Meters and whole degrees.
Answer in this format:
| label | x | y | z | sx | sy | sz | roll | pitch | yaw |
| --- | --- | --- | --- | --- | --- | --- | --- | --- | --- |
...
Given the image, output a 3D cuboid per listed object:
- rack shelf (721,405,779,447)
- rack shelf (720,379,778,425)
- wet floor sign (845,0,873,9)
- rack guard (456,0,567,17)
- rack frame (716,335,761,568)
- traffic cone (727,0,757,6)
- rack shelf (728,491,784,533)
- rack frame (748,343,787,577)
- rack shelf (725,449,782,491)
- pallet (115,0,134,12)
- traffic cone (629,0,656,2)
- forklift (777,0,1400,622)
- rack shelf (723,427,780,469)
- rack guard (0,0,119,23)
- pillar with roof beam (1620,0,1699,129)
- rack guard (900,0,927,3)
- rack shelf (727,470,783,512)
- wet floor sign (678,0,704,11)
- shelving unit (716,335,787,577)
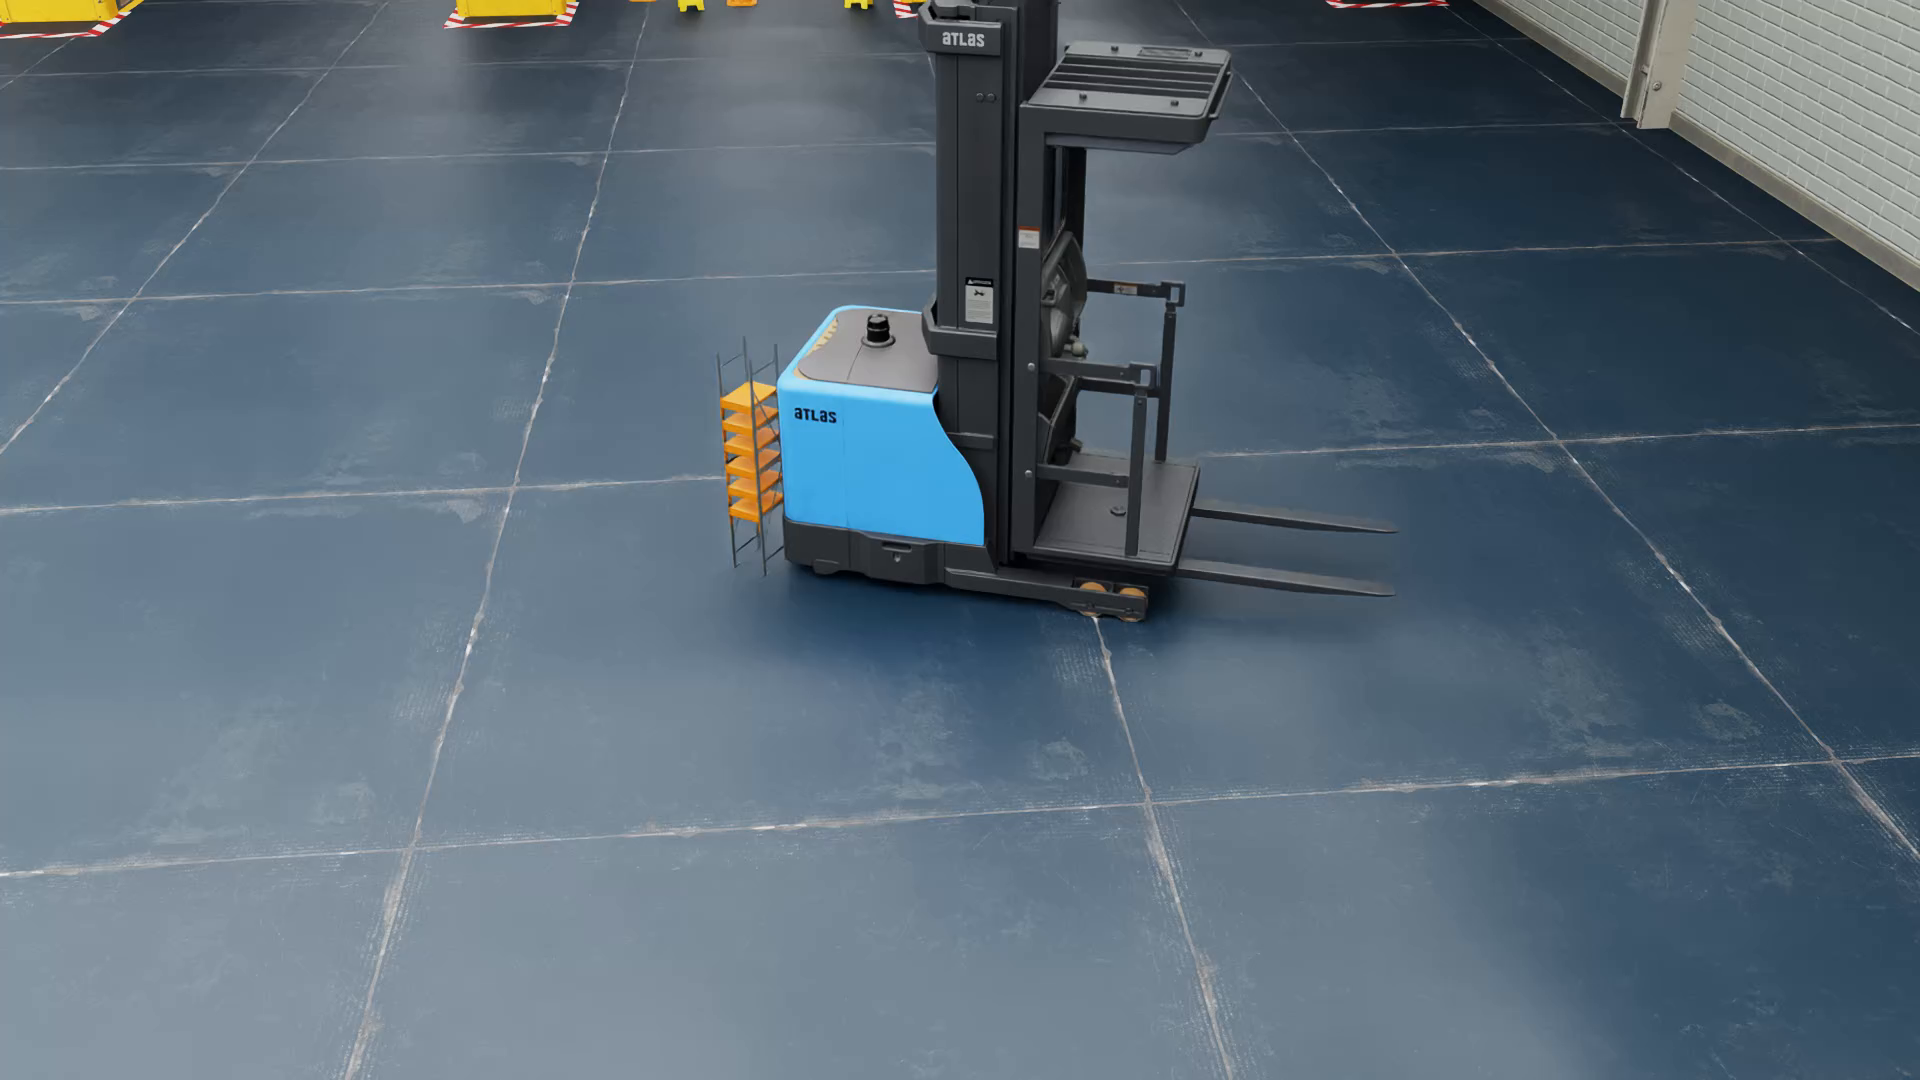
| label | x | y | z | sx | sy | sz | roll | pitch | yaw |
| --- | --- | --- | --- | --- | --- | --- | --- | --- | --- |
| rack shelf | -1.020 | -0.570 | 8.153 | 0.180 | 0.103 | 0.258 | 15 | 34 | 24 |
| rack shelf | -1.020 | -0.673 | 8.092 | 0.180 | 0.103 | 0.258 | 15 | 34 | 24 |
| wet floor sign | -1.149 | -6.355 | 18.761 | 0.267 | 0.644 | 0.232 | 8 | 32 | 13 |
| rack guard | -5.018 | -6.140 | 18.542 | 1.175 | 0.500 | 0.348 | -3 | 31 | -5 |
| rack frame | -1.101 | -0.424 | 8.290 | 0.006 | 1.200 | 0.240 | 15 | 34 | 24 |
| traffic cone | -2.500 | -6.356 | 18.940 | 0.336 | 0.463 | 0.334 | -3 | 31 | -5 |
| rack shelf | -1.020 | -0.158 | 8.399 | 0.180 | 0.103 | 0.258 | 15 | 34 | 24 |
| rack frame | -0.939 | -0.380 | 8.217 | 0.006 | 1.200 | 0.240 | 15 | 34 | 24 |
| rack shelf | -1.020 | -0.364 | 8.276 | 0.180 | 0.103 | 0.258 | 15 | 34 | 24 |
| pallet | -10.016 | -6.298 | 19.088 | 1.003 | 0.211 | 1.213 | -3 | 31 | -5 |
| traffic cone | -3.656 | -6.476 | 19.140 | 0.336 | 0.463 | 0.334 | -3 | 31 | -5 |
| forklift | 0.679 | -1.160 | 7.834 | 3.031 | 2.935 | 1.130 | 7 | 32 | 12 |
| rack shelf | -1.020 | -0.467 | 8.215 | 0.180 | 0.103 | 0.258 | 15 | 34 | 24 |
| rack guard | -9.975 | -6.005 | 18.316 | 1.175 | 0.500 | 0.348 | -3 | 31 | -5 |
| pillar with roof beam | 1.947 | -7.459 | 12.462 | 9.100 | 9.000 | 0.400 | -3 | 31 | -5 |
| rack guard | -0.109 | -6.480 | 19.111 | 1.175 | 0.500 | 0.348 | -3 | 31 | -5 |
| rack shelf | -1.020 | -0.261 | 8.338 | 0.180 | 0.103 | 0.258 | 15 | 34 | 24 |
| wet floor sign | -3.046 | -6.295 | 18.660 | 0.267 | 0.644 | 0.232 | -8 | 32 | -13 |
| shelving unit | -1.020 | -0.402 | 8.253 | 0.189 | 1.200 | 0.258 | 15 | 34 | 24 |
